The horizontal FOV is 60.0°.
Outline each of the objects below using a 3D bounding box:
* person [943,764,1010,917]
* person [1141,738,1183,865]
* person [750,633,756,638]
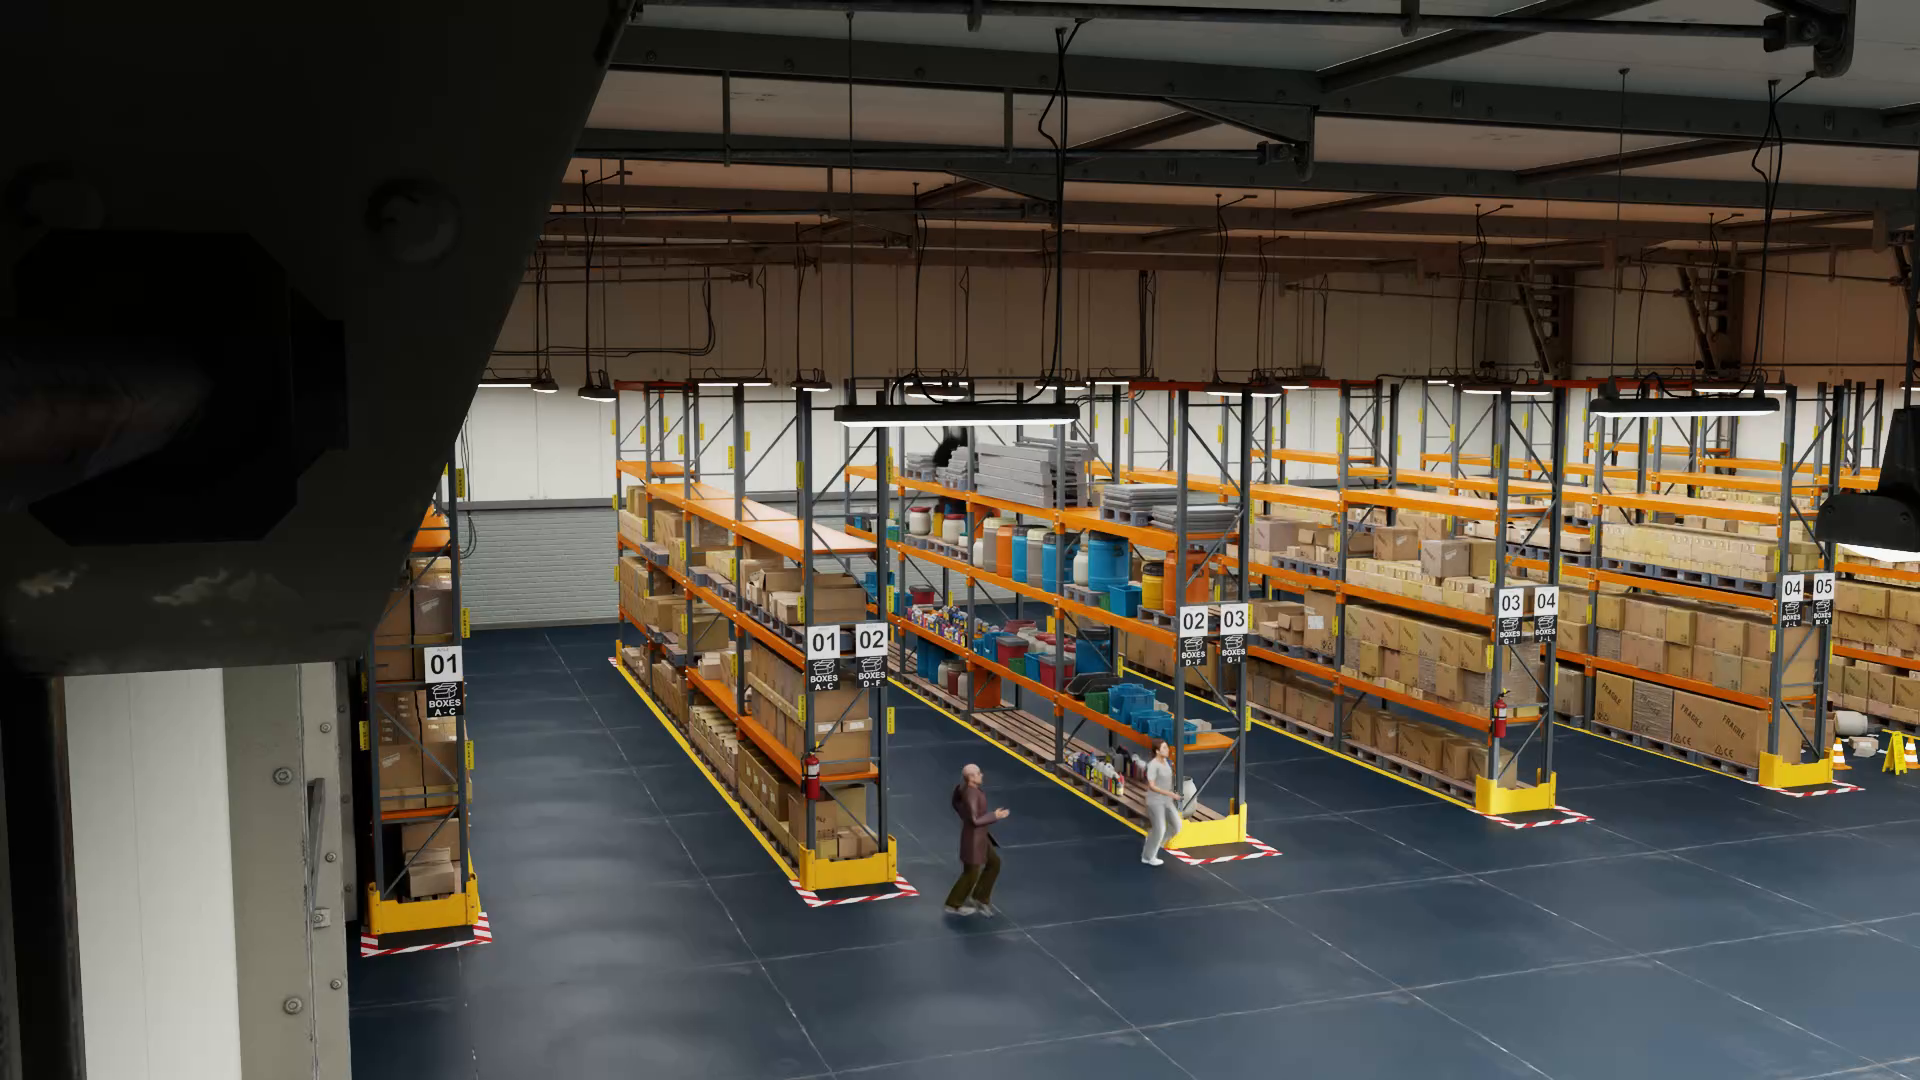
[{"bbox_3d":[0.191,3.454,18.977,0.768,1.829,0.683,0,6,4],"label":"person"},{"bbox_3d":[2.563,3.297,20.942,0.567,1.625,0.601,4,7,34],"label":"person"},{"bbox_3d":[-3.608,2.123,31.475,0.667,1.791,0.841,-3,7,-25],"label":"person"}]
